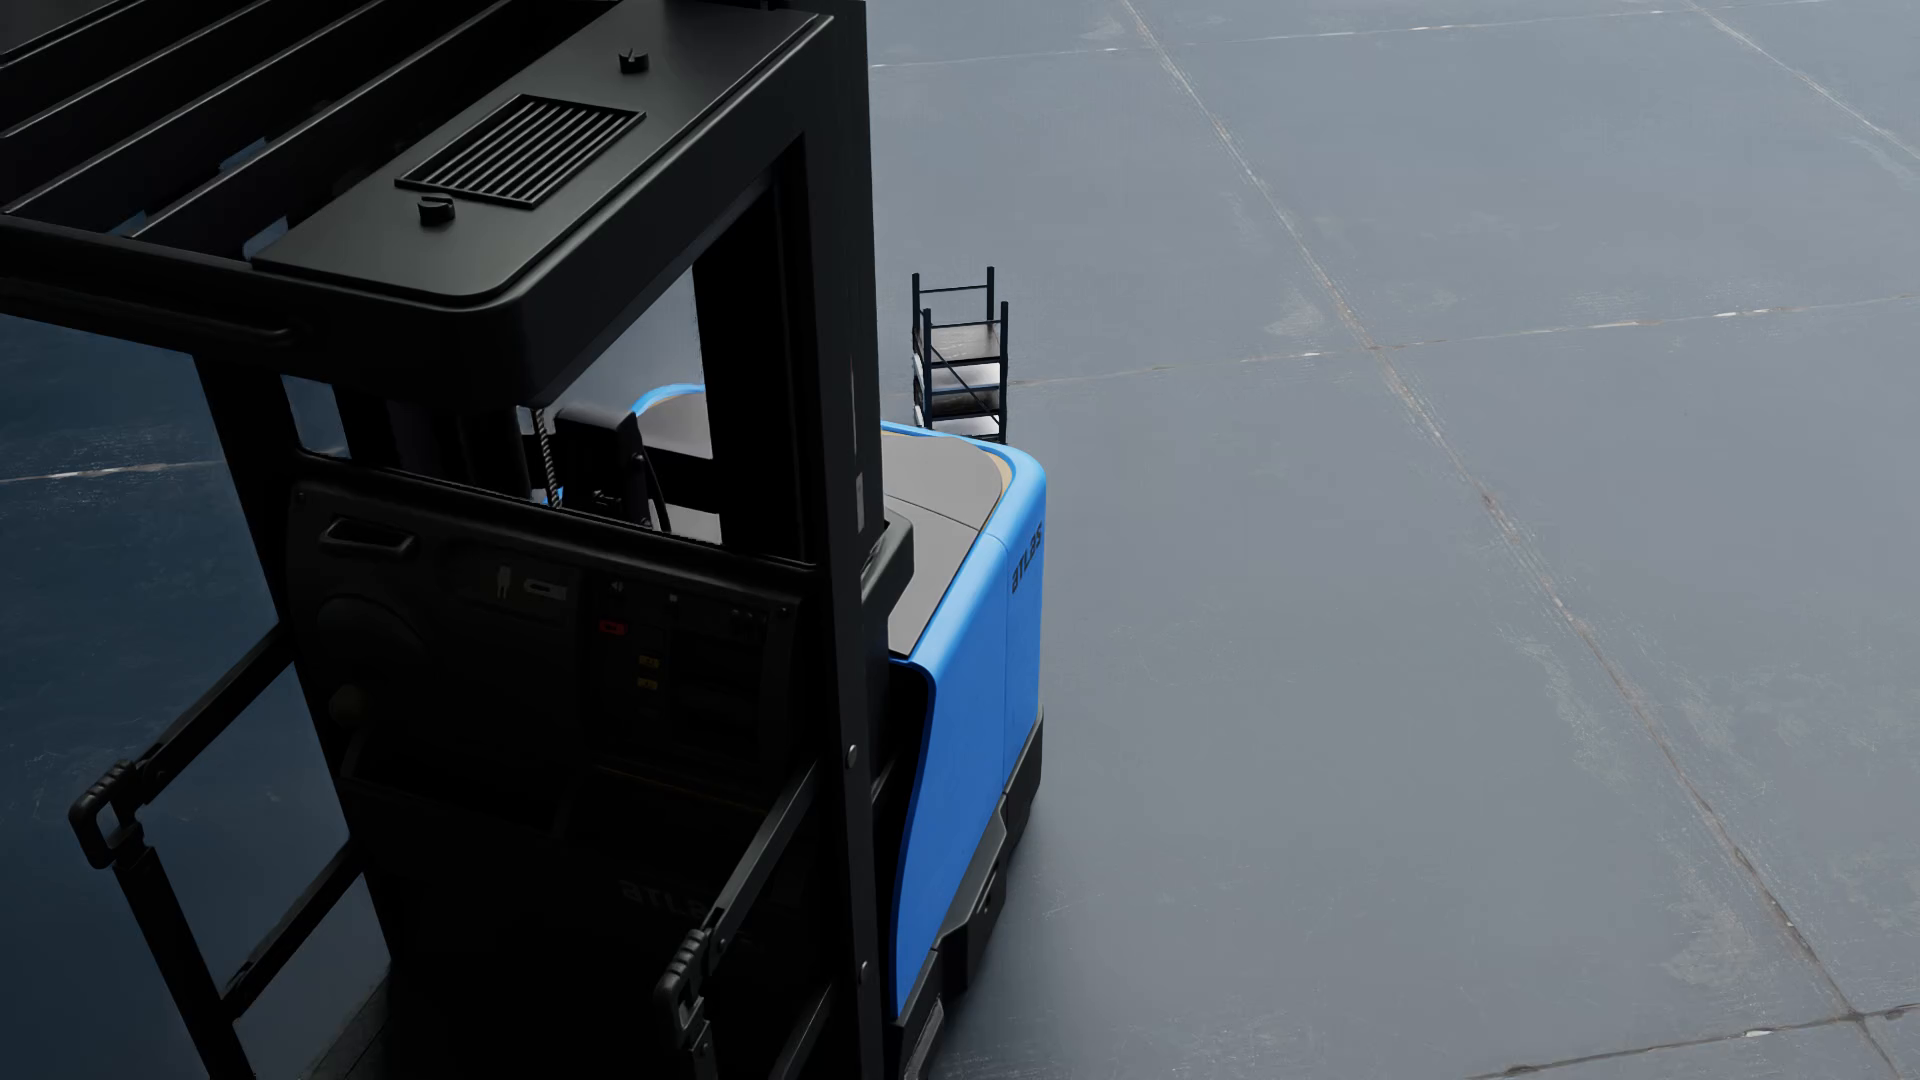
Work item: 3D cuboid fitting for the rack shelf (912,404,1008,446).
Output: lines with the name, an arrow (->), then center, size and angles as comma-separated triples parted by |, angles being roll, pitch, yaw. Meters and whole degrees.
rack shelf -> -0.001, -0.334, 5.001 | 0.258, 0.077, 0.200 | -6, 38, -8

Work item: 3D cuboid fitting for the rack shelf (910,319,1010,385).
rack shelf -> -0.001, -0.547, 4.835 | 0.258, 0.077, 0.200 | -6, 38, -8

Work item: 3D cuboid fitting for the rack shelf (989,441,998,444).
rack shelf -> -0.001, -0.263, 5.056 | 0.258, 0.077, 0.200 | -6, 38, -8

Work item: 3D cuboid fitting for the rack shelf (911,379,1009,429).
rack shelf -> -0.001, -0.405, 4.945 | 0.258, 0.077, 0.200 | -6, 38, -8

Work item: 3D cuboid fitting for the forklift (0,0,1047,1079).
forklift -> -0.764, 0.242, 2.549 | 1.130, 2.935, 3.031 | 12, 40, 15

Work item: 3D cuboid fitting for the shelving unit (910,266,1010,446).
shelving unit -> -0.001, -0.360, 4.980 | 0.258, 0.900, 0.210 | -6, 38, -8

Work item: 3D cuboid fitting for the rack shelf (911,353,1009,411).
rack shelf -> -0.001, -0.476, 4.890 | 0.258, 0.077, 0.200 | -6, 38, -8

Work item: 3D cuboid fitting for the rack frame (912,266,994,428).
rack frame -> -0.019, -0.422, 5.059 | 0.240, 0.900, 0.006 | -6, 38, -8

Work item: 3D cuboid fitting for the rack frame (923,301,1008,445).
rack frame -> 0.016, -0.299, 4.901 | 0.240, 0.900, 0.006 | -6, 38, -8
